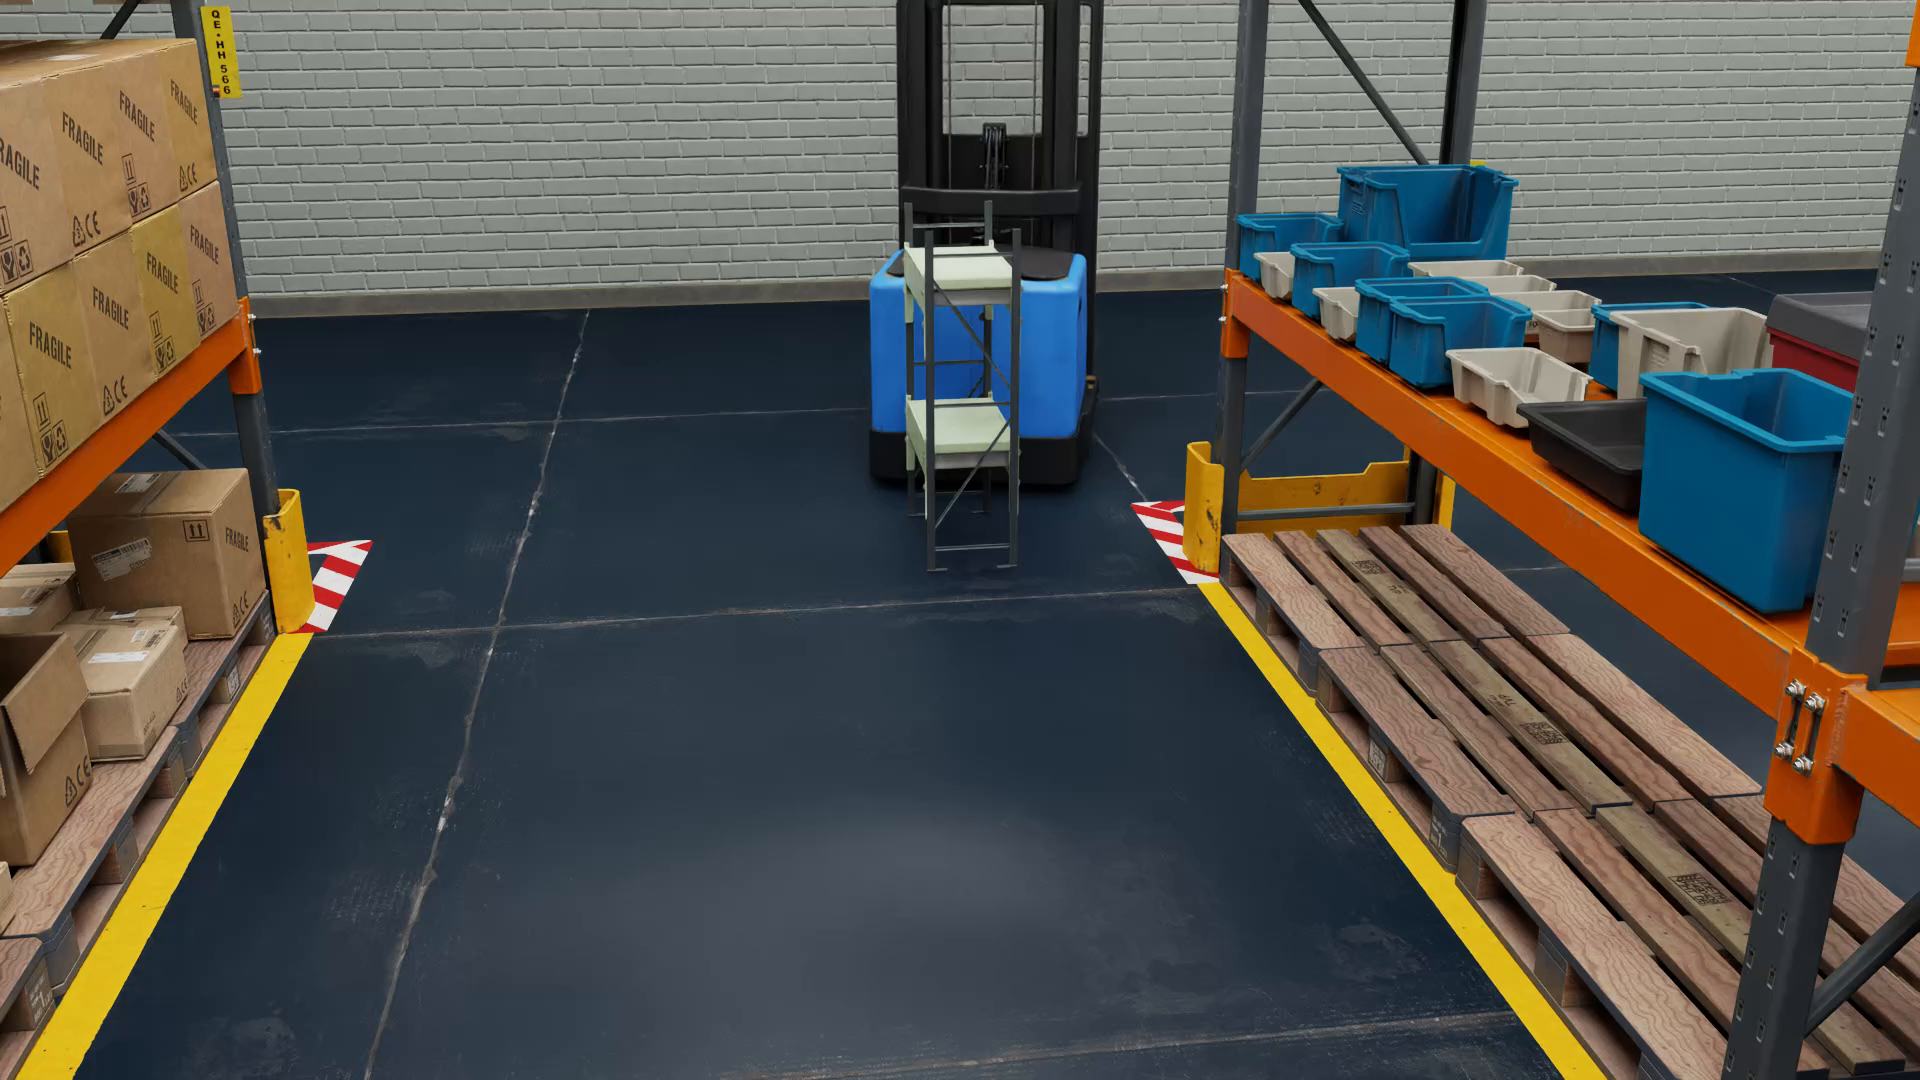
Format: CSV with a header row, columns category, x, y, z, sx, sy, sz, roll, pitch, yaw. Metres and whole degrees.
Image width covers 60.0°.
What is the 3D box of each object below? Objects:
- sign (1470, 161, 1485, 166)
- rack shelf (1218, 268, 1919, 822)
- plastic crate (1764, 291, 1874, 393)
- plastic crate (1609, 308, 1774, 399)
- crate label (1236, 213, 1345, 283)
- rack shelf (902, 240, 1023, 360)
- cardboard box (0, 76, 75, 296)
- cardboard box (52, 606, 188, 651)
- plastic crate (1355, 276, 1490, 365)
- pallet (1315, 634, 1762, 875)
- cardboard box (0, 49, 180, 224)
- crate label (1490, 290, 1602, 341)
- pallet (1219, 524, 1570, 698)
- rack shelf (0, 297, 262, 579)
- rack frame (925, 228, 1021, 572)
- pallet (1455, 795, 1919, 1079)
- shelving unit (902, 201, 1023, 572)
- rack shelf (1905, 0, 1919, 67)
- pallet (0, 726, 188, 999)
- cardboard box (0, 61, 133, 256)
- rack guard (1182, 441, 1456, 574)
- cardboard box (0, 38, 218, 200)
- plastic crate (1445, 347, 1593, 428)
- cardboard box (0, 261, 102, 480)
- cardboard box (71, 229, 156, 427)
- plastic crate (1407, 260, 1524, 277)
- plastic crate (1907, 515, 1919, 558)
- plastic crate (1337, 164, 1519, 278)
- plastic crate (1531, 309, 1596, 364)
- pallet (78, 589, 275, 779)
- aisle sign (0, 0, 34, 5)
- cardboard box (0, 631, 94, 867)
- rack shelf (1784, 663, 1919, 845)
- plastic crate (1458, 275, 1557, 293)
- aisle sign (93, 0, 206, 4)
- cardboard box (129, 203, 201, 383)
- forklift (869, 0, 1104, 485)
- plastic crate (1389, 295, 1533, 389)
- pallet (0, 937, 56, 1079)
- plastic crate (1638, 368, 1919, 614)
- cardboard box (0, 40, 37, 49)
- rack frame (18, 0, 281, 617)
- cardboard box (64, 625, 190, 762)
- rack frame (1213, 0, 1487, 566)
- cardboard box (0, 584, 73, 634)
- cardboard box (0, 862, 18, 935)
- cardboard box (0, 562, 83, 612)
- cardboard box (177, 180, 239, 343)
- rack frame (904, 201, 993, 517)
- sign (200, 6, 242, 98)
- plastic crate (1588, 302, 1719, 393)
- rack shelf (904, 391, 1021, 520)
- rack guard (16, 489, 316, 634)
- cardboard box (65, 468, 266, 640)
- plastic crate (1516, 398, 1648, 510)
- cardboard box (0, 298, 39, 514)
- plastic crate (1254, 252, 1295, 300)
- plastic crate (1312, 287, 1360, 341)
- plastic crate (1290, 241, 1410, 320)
category,x,y,z,sx,sy,sz,roll,pitch,yaw
sign,2.166,-1.446,7.067,0.100,0.325,0.005,-3,21,-8
rack shelf,1.913,-0.306,5.278,1.077,0.370,4.000,-3,21,-8
plastic crate,2.320,-0.331,4.138,0.402,0.464,0.583,-3,21,-8
plastic crate,2.163,-0.462,4.749,0.437,0.282,0.530,-3,21,-8
crate label,1.334,-1.184,6.751,0.416,0.233,0.303,-3,21,-8
rack shelf,0.001,-1.066,7.311,0.431,0.370,0.720,-3,21,-8
cardboard box,-2.715,-0.930,4.348,0.500,0.500,0.500,-2,21,-6
cardboard box,-2.986,0.354,5.901,0.380,0.166,0.250,-3,21,-8
plastic crate,1.524,-0.728,5.531,0.416,0.233,0.300,-3,21,-8
pallet,1.877,0.679,5.596,1.003,0.211,1.213,-3,21,-8
cardboard box,-2.868,-1.288,5.304,0.500,0.500,0.500,-2,21,-6
crate label,2.013,-0.771,5.785,0.396,0.136,0.243,-3,21,-8
pallet,1.705,0.258,6.724,1.003,0.211,1.213,-3,21,-8
rack shelf,-2.990,-0.058,4.612,1.077,0.370,4.000,-3,21,-8
rack frame,0.054,-0.574,7.108,0.400,1.500,0.023,-3,21,-8
pallet,2.056,1.103,4.462,1.003,0.211,1.213,-3,21,-8
shelving unit,0.001,-0.700,7.448,0.431,1.500,0.755,-3,21,-8
rack shelf,1.913,-1.712,4.753,1.077,0.370,4.000,-3,21,-8
pallet,-2.978,0.943,4.891,1.003,0.211,1.213,-3,21,-8
cardboard box,-2.789,-1.108,4.824,0.500,0.500,0.500,-2,21,-6
rack guard,1.608,-0.173,7.464,1.175,0.500,0.348,-3,21,-8
cardboard box,-2.942,-1.462,5.773,0.500,0.500,0.500,-3,21,-8
plastic crate,1.652,-0.443,4.907,0.293,0.136,0.466,-3,21,-8
cardboard box,-2.727,-0.466,4.534,0.500,0.500,0.500,-3,21,-9
cardboard box,-2.799,-0.640,5.001,0.500,0.500,0.500,-3,21,-7
plastic crate,1.921,-0.967,6.310,0.396,0.136,0.243,-3,21,-8
plastic crate,2.275,-0.024,3.784,0.396,0.136,0.243,-3,21,-8
plastic crate,1.857,-1.274,6.704,0.616,0.435,0.499,-3,21,-8
plastic crate,2.074,-0.669,5.513,0.298,0.136,0.250,-3,21,-8
pallet,-3.151,0.521,6.019,1.003,0.211,1.213,-3,21,-8
aisle sign,-3.578,-2.314,5.909,0.394,0.787,0.004,-3,21,-8
cardboard box,-2.977,0.611,4.733,0.797,0.503,0.637,-3,21,-8
rack shelf,2.489,1.078,1.570,1.077,0.370,4.000,-3,21,-8
plastic crate,1.948,-0.866,6.039,0.396,0.136,0.243,-3,21,-8
aisle sign,-2.985,-2.344,5.990,0.394,0.787,0.004,-3,21,-8
cardboard box,-2.866,-0.813,5.464,0.500,0.500,0.500,-3,21,-7
forklift,0.238,-2.123,9.210,1.130,2.935,3.031,2,21,7
plastic crate,1.567,-0.624,5.253,0.416,0.233,0.300,-3,21,-8
pallet,-2.799,1.366,3.757,1.003,0.211,1.213,-3,21,-8
plastic crate,1.796,-0.116,3.677,0.392,0.384,0.575,-3,21,-8
cardboard box,-3.475,-1.436,5.701,0.500,0.500,0.500,-2,21,-6
rack frame,-3.278,-1.087,6.340,1.000,3.000,0.127,-3,21,-8
cardboard box,-2.849,0.501,5.389,0.500,0.250,0.500,-3,21,-8
rack frame,1.624,-1.336,7.006,1.000,3.000,0.127,-3,21,-8
cardboard box,-3.408,0.370,5.739,0.500,0.250,0.500,-3,21,-8
cardboard box,-2.682,0.963,4.270,0.380,0.166,0.250,-3,21,-8
cardboard box,-3.558,0.204,6.328,0.380,0.149,0.250,-3,21,-8
cardboard box,-2.944,-0.993,5.945,0.500,0.500,0.500,-2,21,-6
rack frame,-0.052,-0.827,7.787,0.400,1.500,0.023,-3,21,-8
sign,-2.726,-1.799,6.139,0.100,0.325,0.005,-3,21,-8
plastic crate,2.174,-0.588,5.156,0.416,0.233,0.300,-3,21,-8
rack shelf,0.001,-0.395,7.562,0.431,0.370,0.720,-3,21,-8
rack guard,-3.267,0.110,6.707,1.175,0.500,0.348,-3,21,-8
cardboard box,-2.956,0.053,6.230,0.500,0.500,0.500,-3,21,-8
plastic crate,1.774,-0.224,4.337,0.437,0.125,0.590,-3,21,-8
cardboard box,-2.652,-0.290,4.063,0.500,0.500,0.500,-3,21,-8
plastic crate,1.298,-1.023,6.460,0.250,0.136,0.298,-3,21,-8
plastic crate,1.396,-0.788,5.831,0.250,0.136,0.298,-3,21,-8
plastic crate,1.429,-0.956,6.141,0.416,0.233,0.300,-3,21,-8
